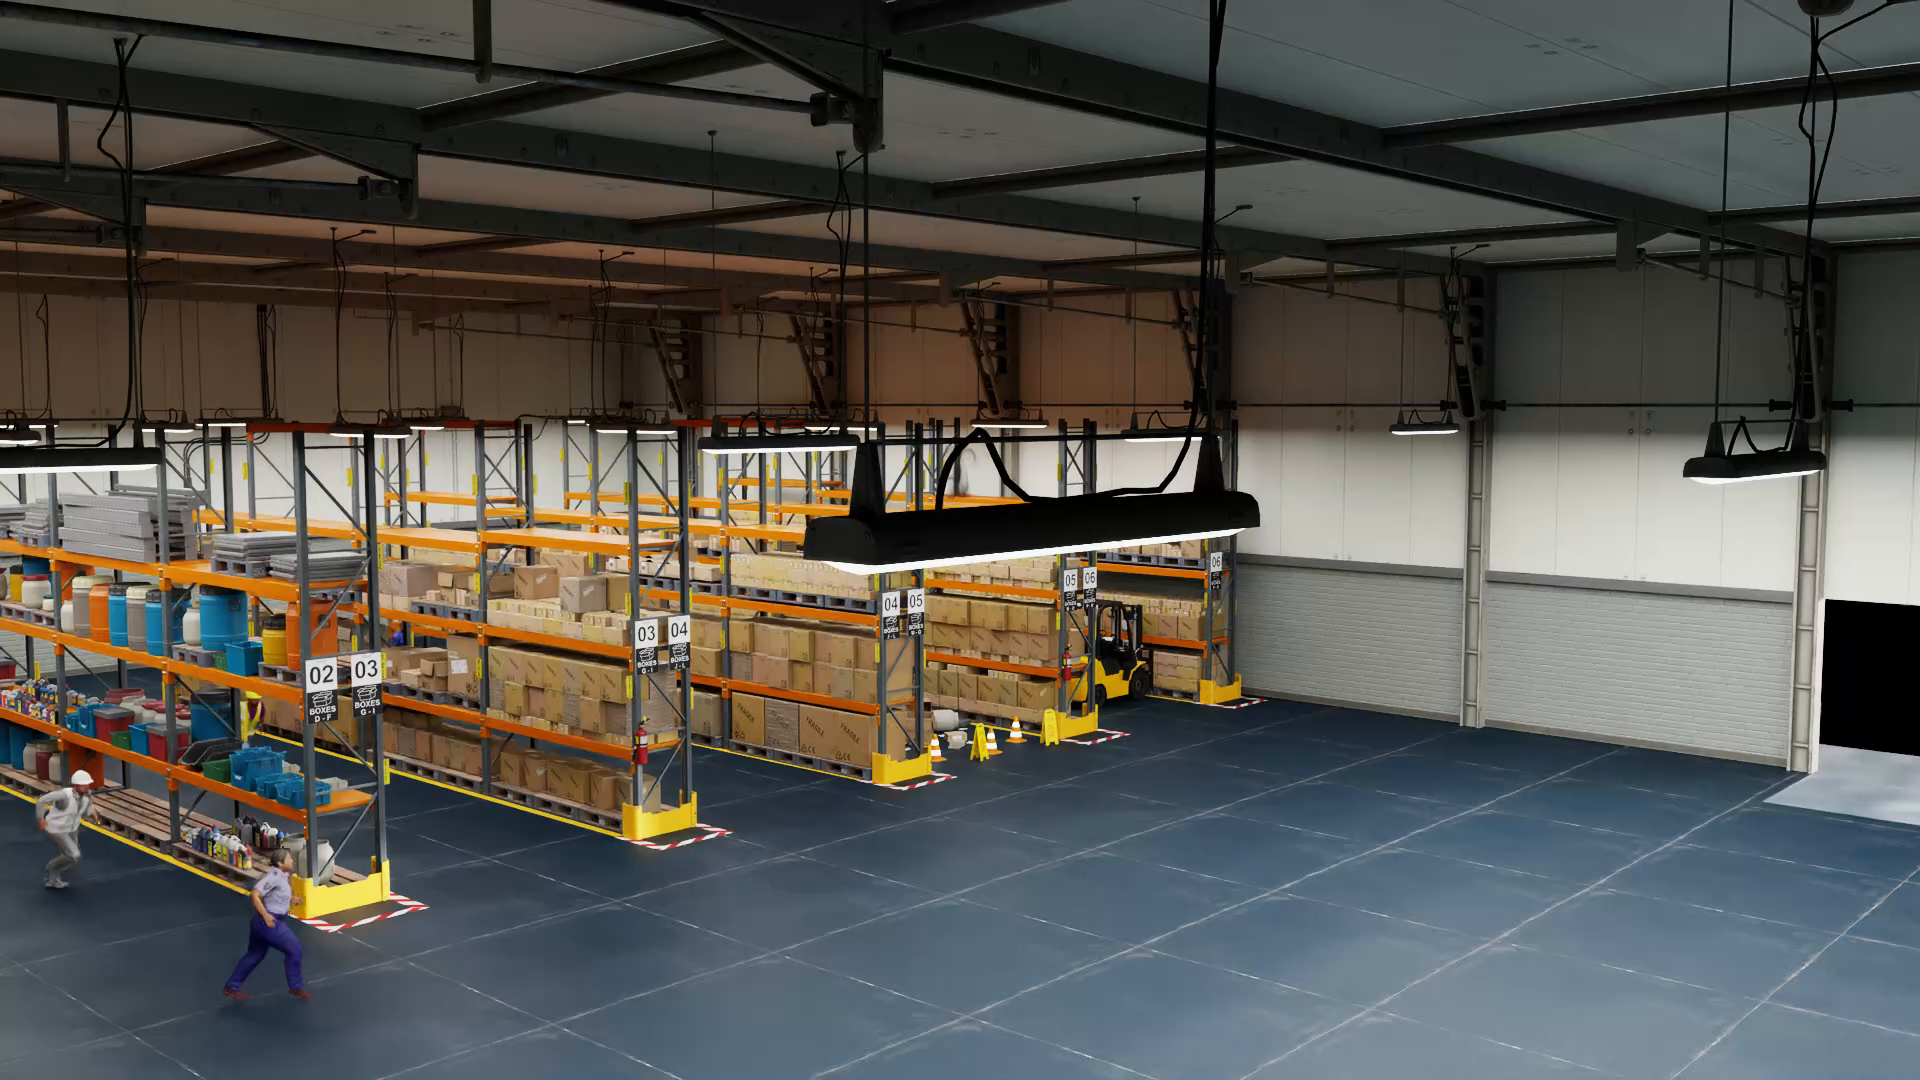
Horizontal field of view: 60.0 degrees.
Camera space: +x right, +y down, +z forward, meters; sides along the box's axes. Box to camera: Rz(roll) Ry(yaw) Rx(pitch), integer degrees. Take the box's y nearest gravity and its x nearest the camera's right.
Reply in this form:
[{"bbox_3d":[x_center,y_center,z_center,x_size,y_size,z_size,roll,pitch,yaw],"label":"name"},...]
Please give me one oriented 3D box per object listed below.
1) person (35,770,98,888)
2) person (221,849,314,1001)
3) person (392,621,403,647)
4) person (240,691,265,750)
[{"bbox_3d":[-11.593,3.770,21.564,0.864,1.599,0.684,1,5,17],"label":"person"},{"bbox_3d":[-7.303,4.096,17.508,0.888,1.641,0.615,-2,5,-24],"label":"person"},{"bbox_3d":[-12.111,2.572,36.101,0.842,1.695,0.599,4,6,39],"label":"person"},{"bbox_3d":[-11.886,3.273,27.462,1.060,1.715,0.746,3,6,33],"label":"person"}]
